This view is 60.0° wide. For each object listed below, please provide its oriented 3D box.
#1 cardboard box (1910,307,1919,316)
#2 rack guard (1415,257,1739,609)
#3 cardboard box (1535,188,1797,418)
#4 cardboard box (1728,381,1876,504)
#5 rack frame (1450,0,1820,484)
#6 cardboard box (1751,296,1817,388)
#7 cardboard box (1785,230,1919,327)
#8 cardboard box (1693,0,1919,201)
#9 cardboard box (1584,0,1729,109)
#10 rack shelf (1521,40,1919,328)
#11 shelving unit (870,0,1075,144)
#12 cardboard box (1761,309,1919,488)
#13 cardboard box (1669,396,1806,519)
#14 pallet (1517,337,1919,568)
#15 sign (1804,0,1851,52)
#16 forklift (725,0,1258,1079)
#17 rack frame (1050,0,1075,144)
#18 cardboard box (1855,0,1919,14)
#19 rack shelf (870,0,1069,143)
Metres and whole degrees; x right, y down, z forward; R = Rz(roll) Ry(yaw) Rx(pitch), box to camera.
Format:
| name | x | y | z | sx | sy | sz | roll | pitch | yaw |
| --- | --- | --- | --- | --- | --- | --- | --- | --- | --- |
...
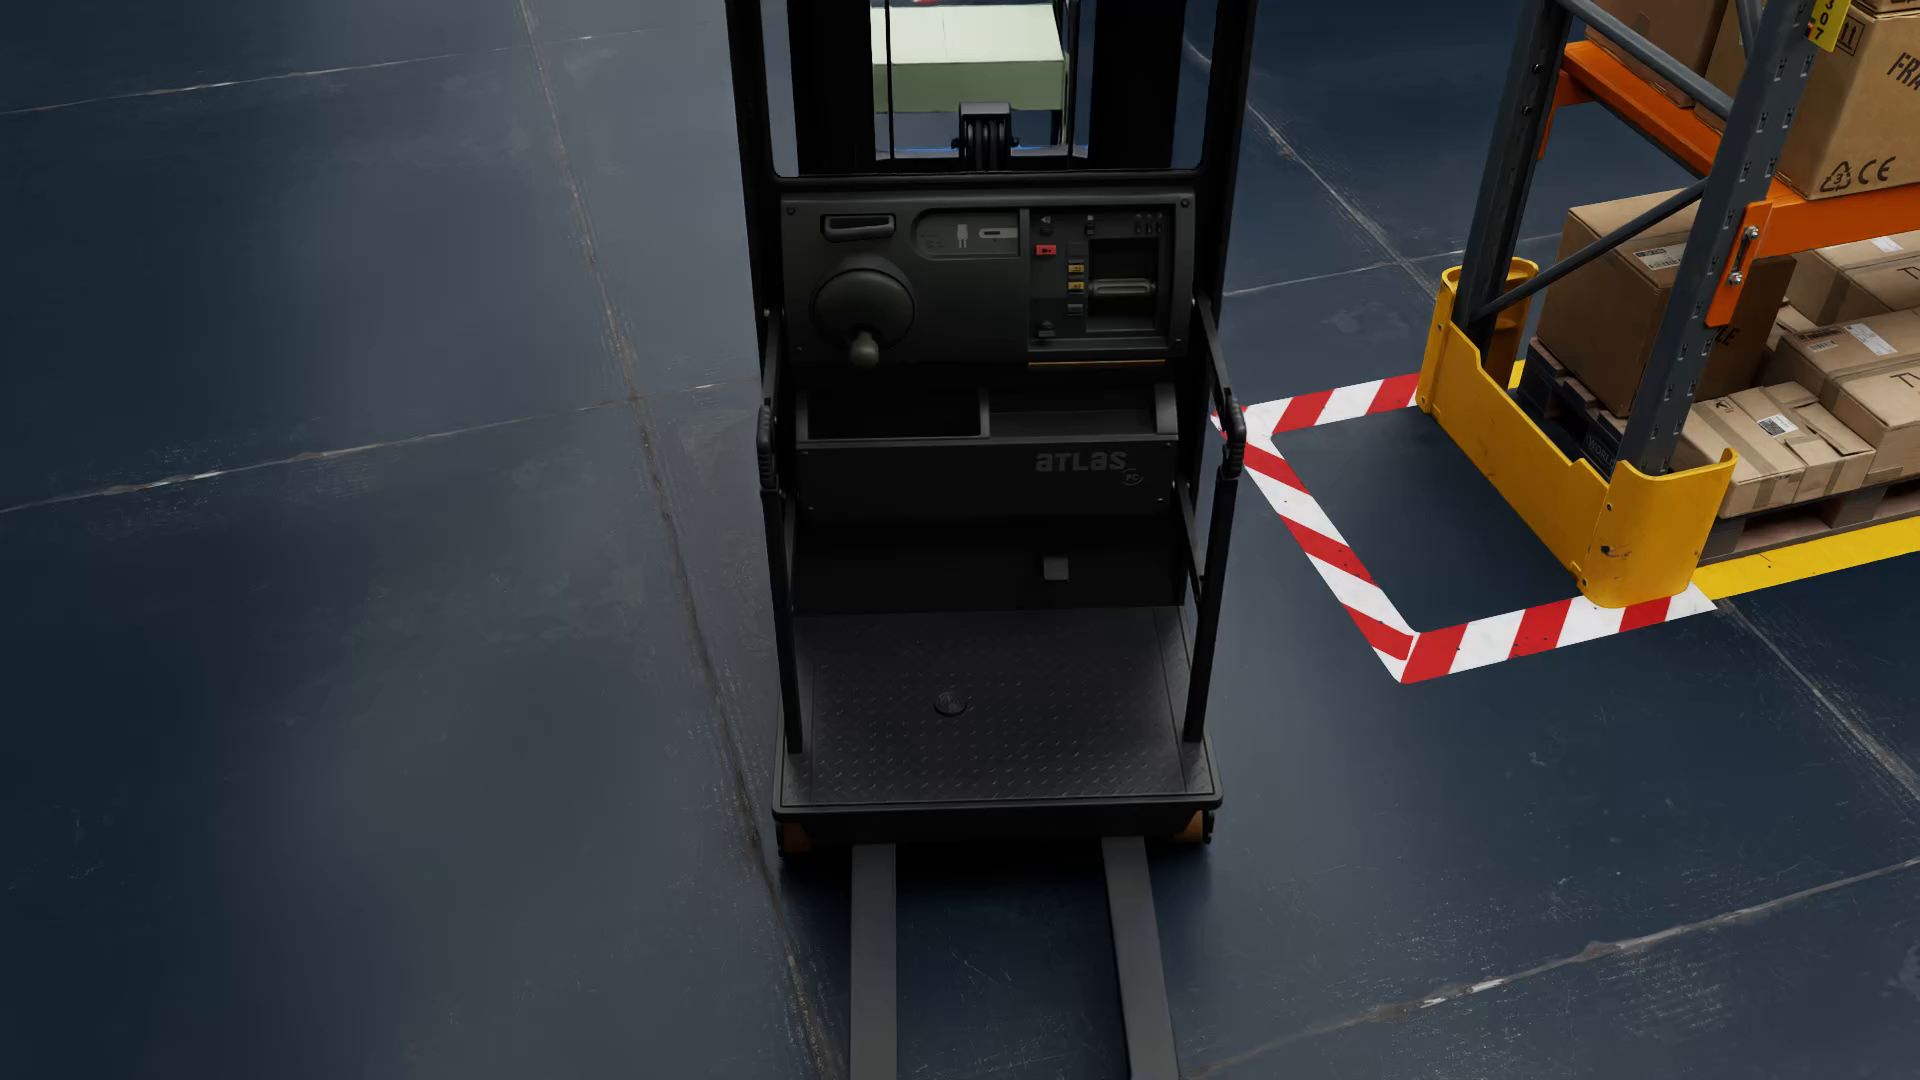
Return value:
| name | x | y | z | sx | sy | sz | roll | pitch | yaw |
| --- | --- | --- | --- | --- | --- | --- | --- | --- | --- |
| cardboard box | 3.397 | -0.554 | 5.360 | 0.500 | 0.250 | 0.500 | -12 | 42 | -13 |
| rack guard | 1.912 | -0.370 | 5.294 | 0.348 | 0.500 | 1.175 | -12 | 42 | -13 |
| cardboard box | 2.284 | -0.783 | 5.432 | 0.500 | 0.500 | 0.500 | -12 | 42 | -13 |
| cardboard box | 2.581 | -0.312 | 5.146 | 0.250 | 0.166 | 0.380 | -12 | 42 | -13 |
| rack frame | 1.840 | -1.297 | 4.454 | 0.127 | 3.000 | 1.000 | -12 | 42 | -13 |
| cardboard box | 2.698 | -0.681 | 5.569 | 0.250 | 0.166 | 0.380 | -12 | 42 | -13 |
| cardboard box | 3.199 | -0.858 | 5.708 | 0.500 | 0.250 | 0.500 | -12 | 42 | -13 |
| cardboard box | 2.342 | -1.257 | 4.332 | 0.500 | 0.500 | 0.500 | -11 | 42 | -12 |
| cardboard box | 2.185 | -1.594 | 4.718 | 0.500 | 0.500 | 0.500 | -10 | 42 | -12 |
| rack shelf | 3.747 | -1.421 | 5.143 | 4.000 | 0.370 | 1.077 | -12 | 42 | -13 |
| shelving unit | -0.048 | -1.123 | 5.395 | 0.755 | 1.500 | 0.431 | -2 | 41 | -2 |
| cardboard box | 2.920 | -0.455 | 5.247 | 0.500 | 0.250 | 0.500 | -12 | 42 | -13 |
| cardboard box | 2.342 | -0.256 | 5.095 | 0.250 | 0.149 | 0.380 | -12 | 42 | -13 |
| pallet | 2.672 | -0.420 | 5.570 | 1.213 | 0.211 | 1.003 | -12 | 42 | -13 |
| sign | 2.003 | -1.282 | 3.780 | 0.005 | 0.325 | 0.100 | -12 | 42 | -13 |
| forklift | 0.075 | -0.510 | 3.606 | 1.130 | 2.935 | 3.031 | -1 | 41 | -2 |
| rack frame | 0.317 | -1.134 | 5.408 | 0.023 | 1.500 | 0.400 | -2 | 41 | -2 |
| cardboard box | 2.342 | -1.633 | 4.004 | 0.500 | 0.500 | 0.500 | -10 | 42 | -12 |
| rack shelf | -0.048 | -1.417 | 5.138 | 0.720 | 0.370 | 0.431 | -2 | 41 | -2 |
